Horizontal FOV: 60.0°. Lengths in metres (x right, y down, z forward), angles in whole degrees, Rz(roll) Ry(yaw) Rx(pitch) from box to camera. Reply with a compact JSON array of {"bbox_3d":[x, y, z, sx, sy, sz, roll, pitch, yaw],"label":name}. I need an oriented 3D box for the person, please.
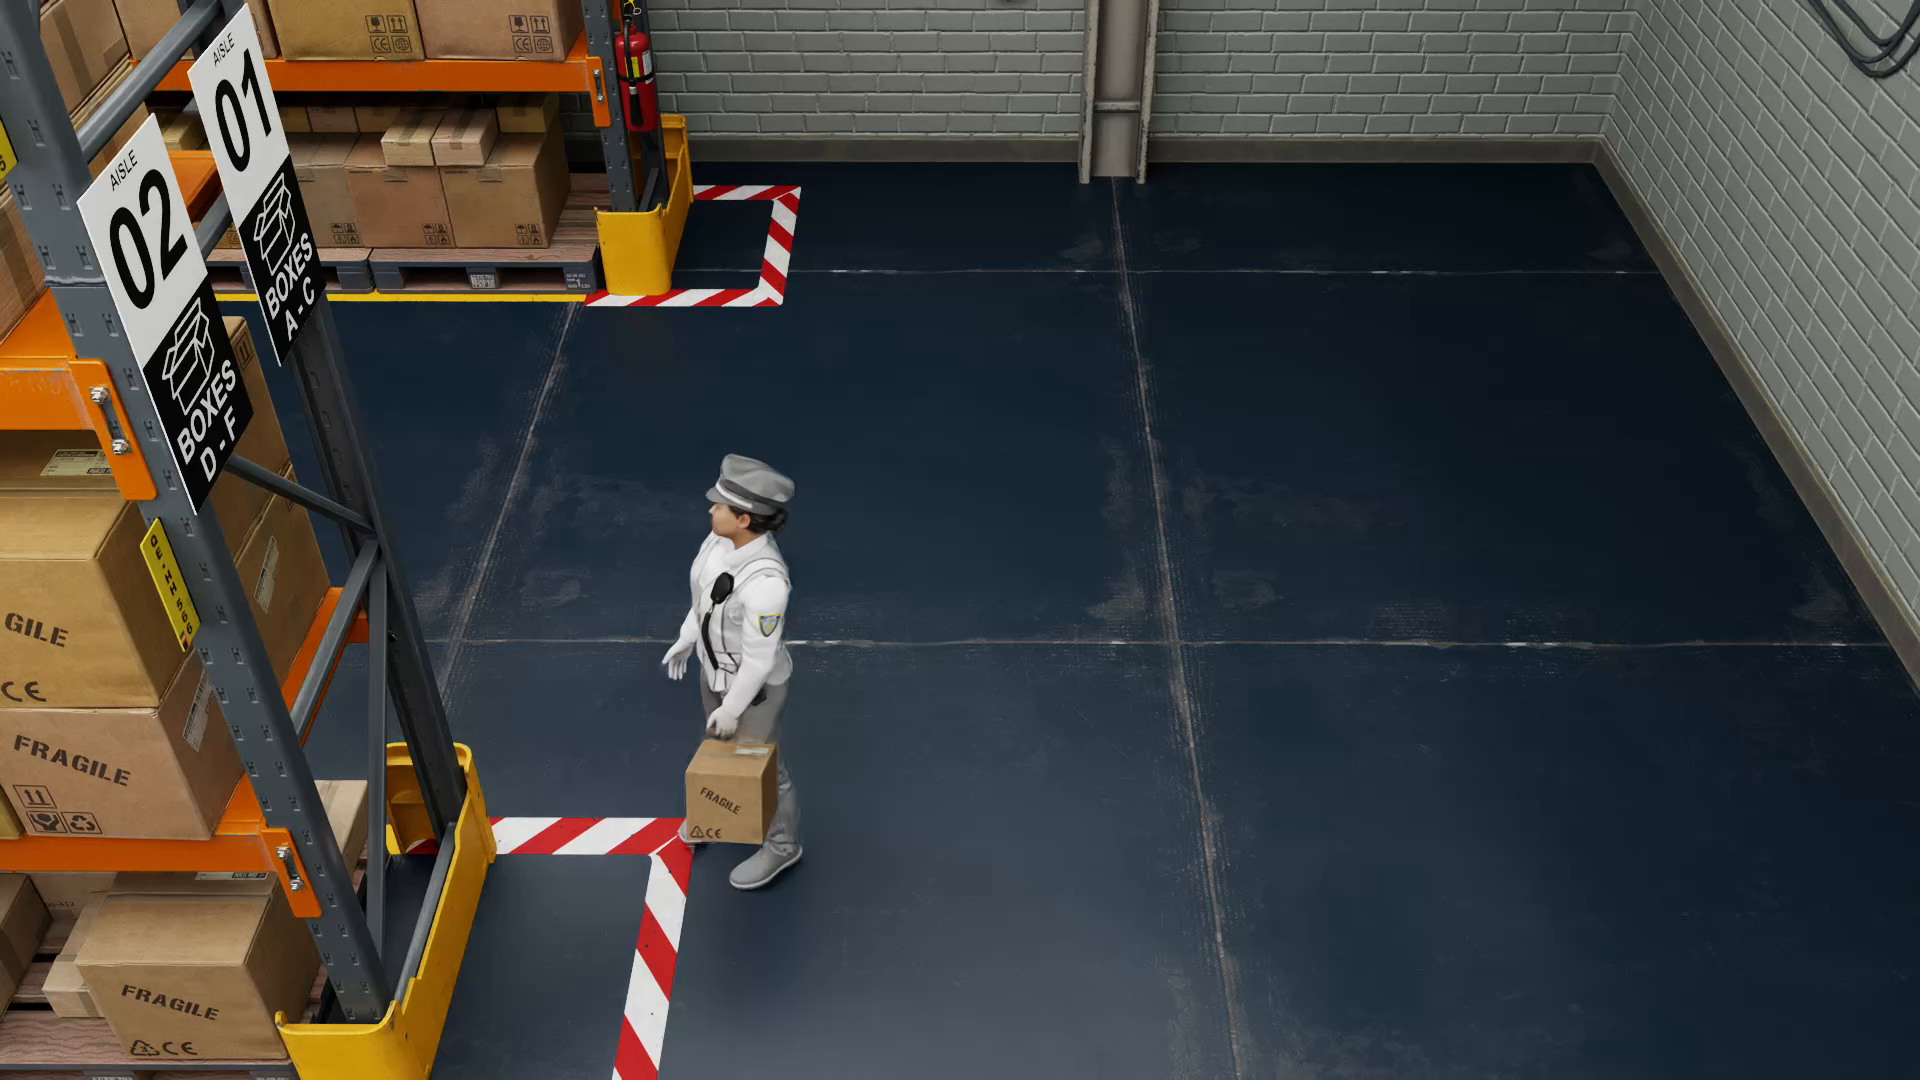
[{"bbox_3d":[-0.750,0.457,5.582,0.521,1.699,0.498,-15,42,-17],"label":"person"}]
